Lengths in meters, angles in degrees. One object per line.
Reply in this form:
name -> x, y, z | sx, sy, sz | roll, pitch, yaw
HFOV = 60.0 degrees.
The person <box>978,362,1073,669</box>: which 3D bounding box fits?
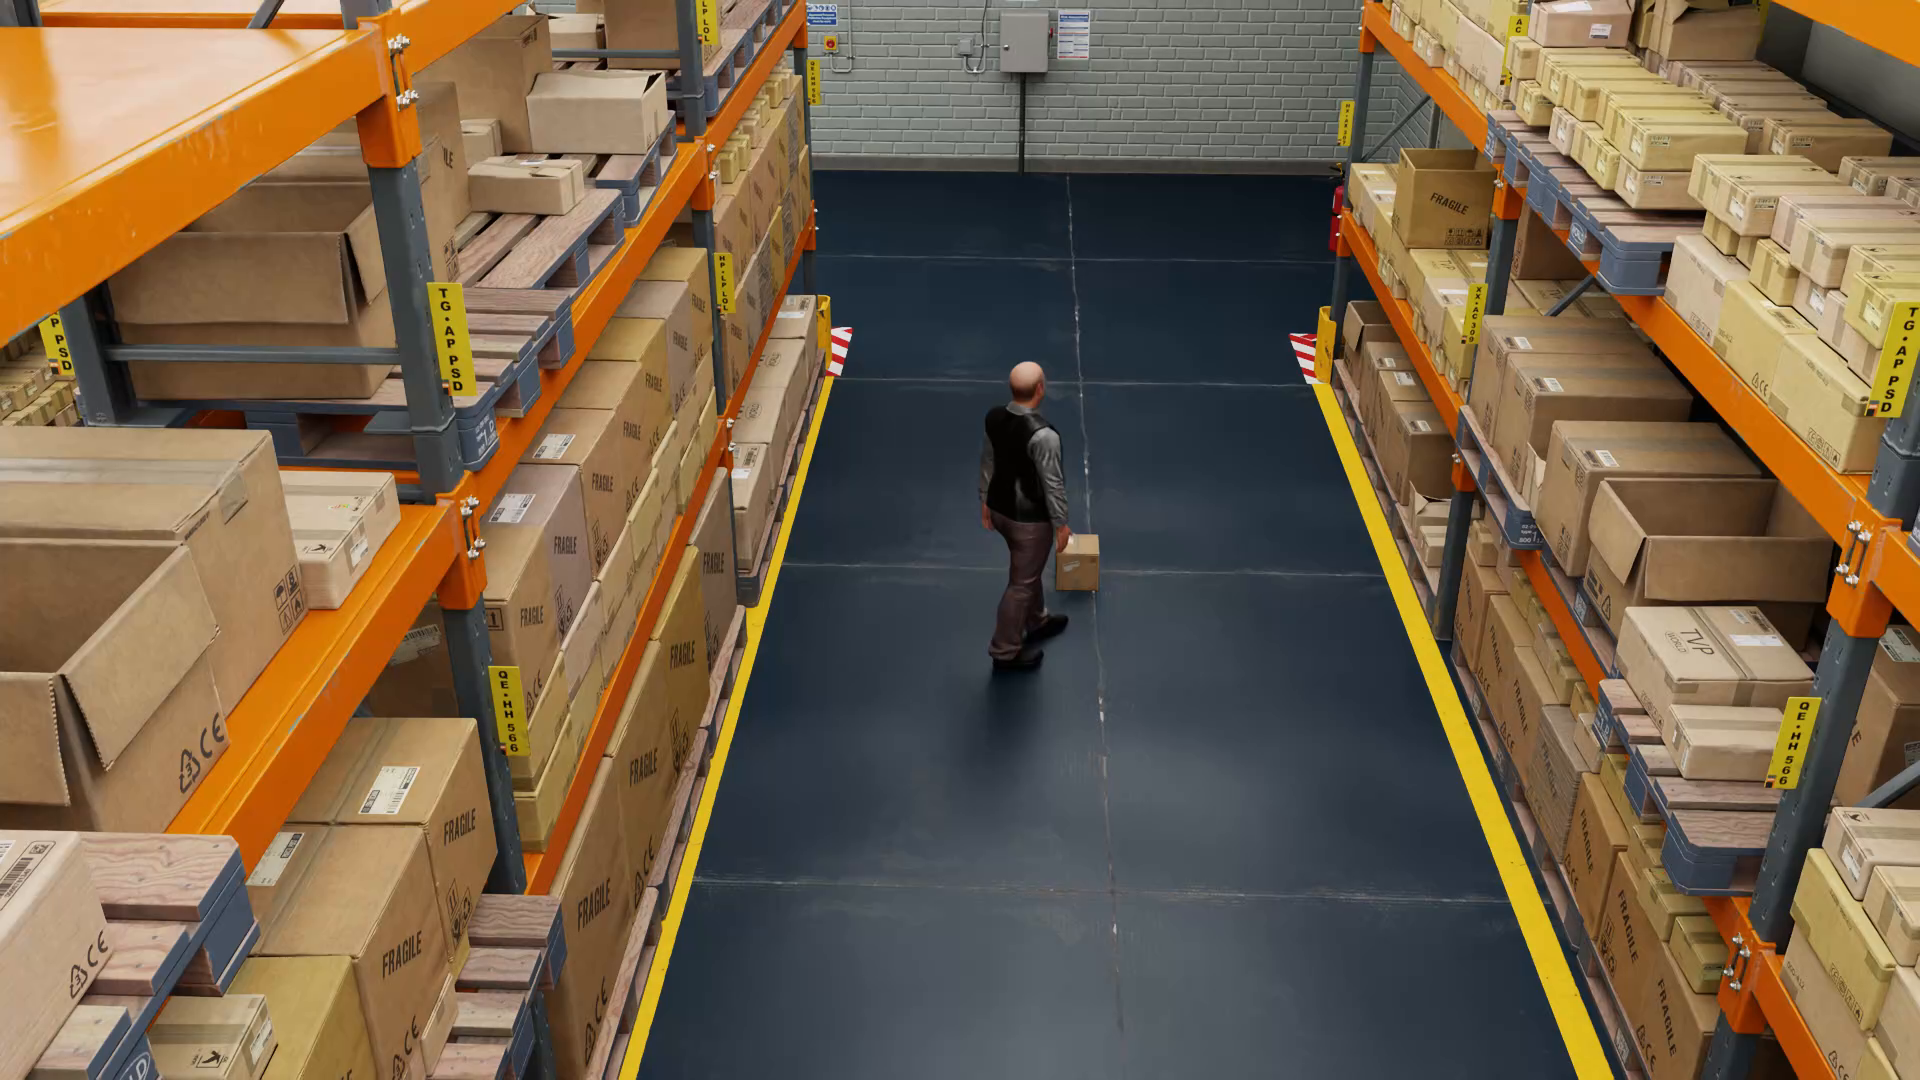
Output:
person -> 0.416, -0.146, 8.911 | 0.672, 1.719, 0.567 | -17, 32, -29
